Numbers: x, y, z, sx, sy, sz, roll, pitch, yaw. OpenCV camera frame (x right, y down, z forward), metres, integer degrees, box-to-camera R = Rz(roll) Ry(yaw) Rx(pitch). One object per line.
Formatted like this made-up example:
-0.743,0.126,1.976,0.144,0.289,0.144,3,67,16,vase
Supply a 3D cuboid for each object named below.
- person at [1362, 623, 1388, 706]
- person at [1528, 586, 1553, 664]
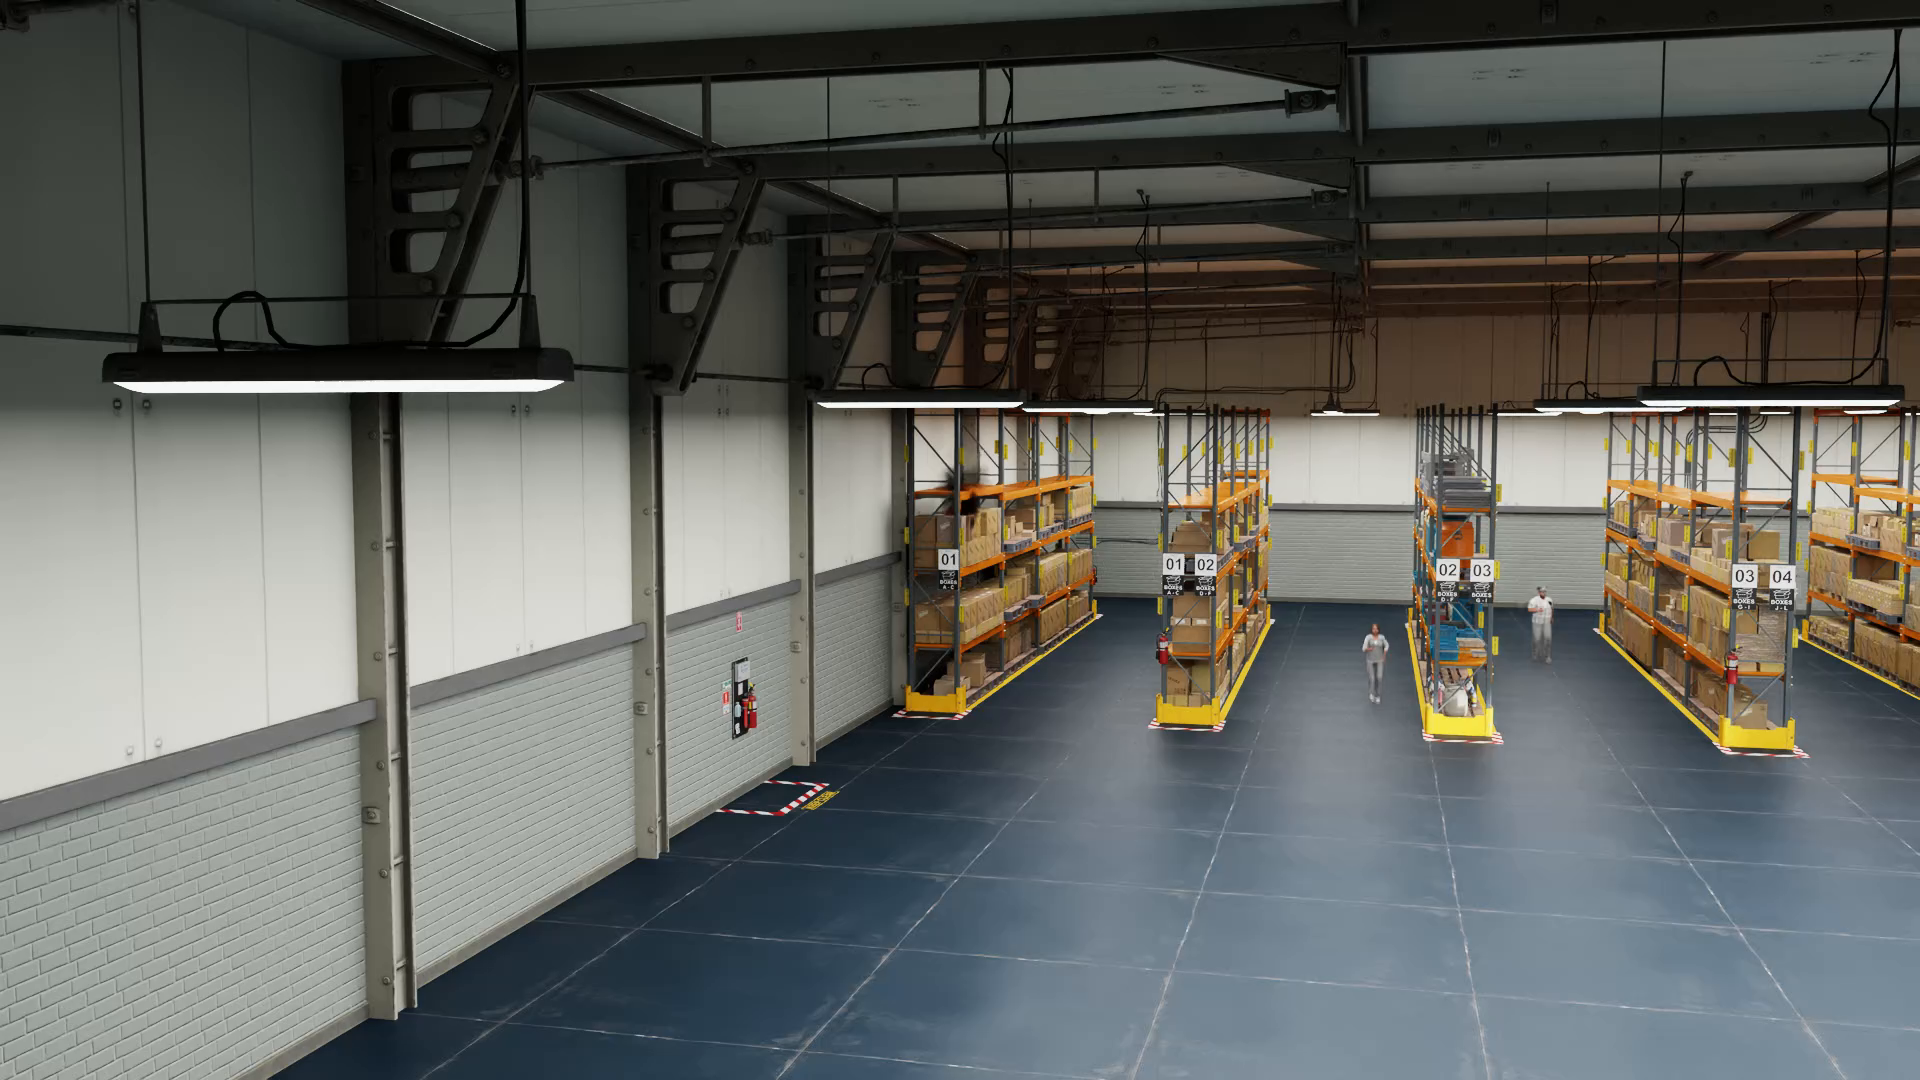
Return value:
8.339,2.490,33.407,0.516,1.637,0.676,1,4,14,person
13.713,1.964,39.194,0.656,1.796,0.805,0,4,3,person
